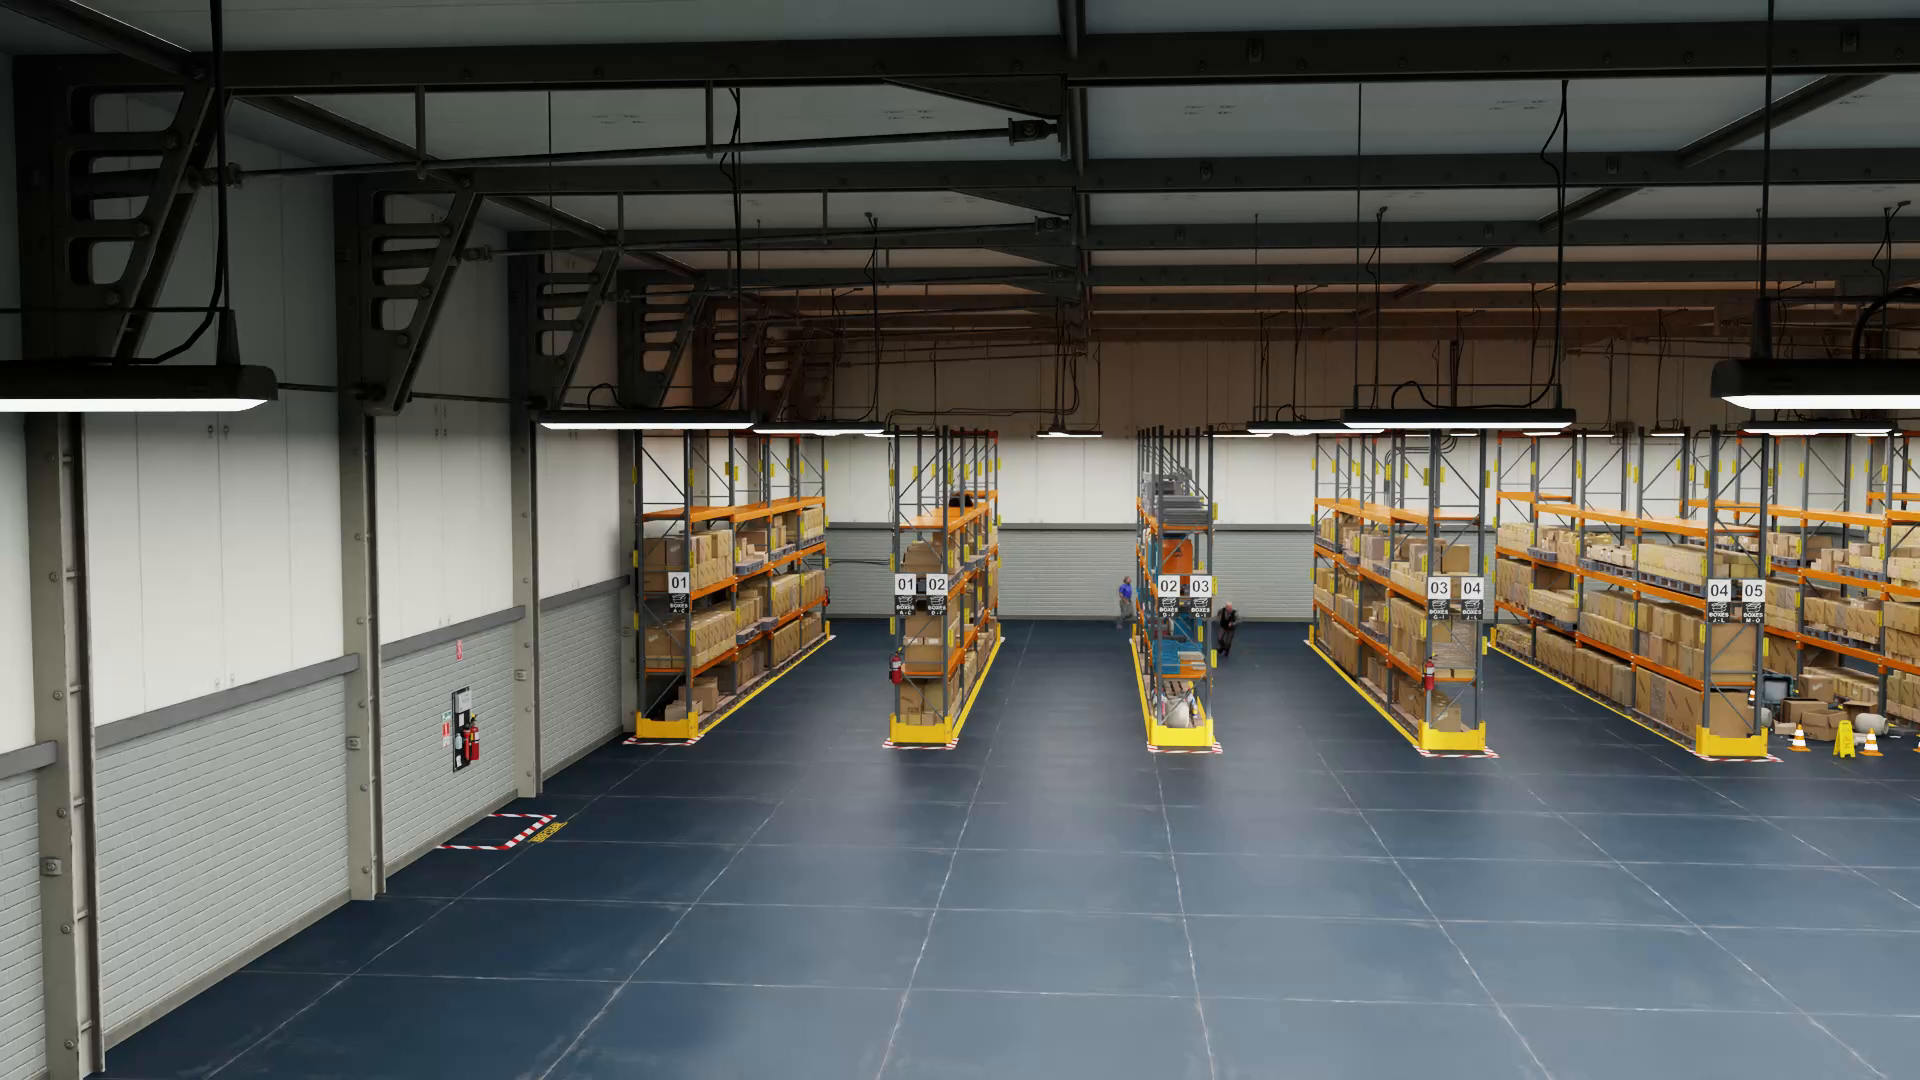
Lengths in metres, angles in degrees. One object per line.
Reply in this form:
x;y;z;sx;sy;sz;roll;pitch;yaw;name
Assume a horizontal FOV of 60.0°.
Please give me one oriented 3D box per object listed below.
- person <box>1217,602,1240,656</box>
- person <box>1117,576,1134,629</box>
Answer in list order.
7.041;2.342;43.731;0.673;1.484;0.981;1;4;18;person
5.065;1.896;50.538;0.504;1.590;0.636;3;4;40;person
